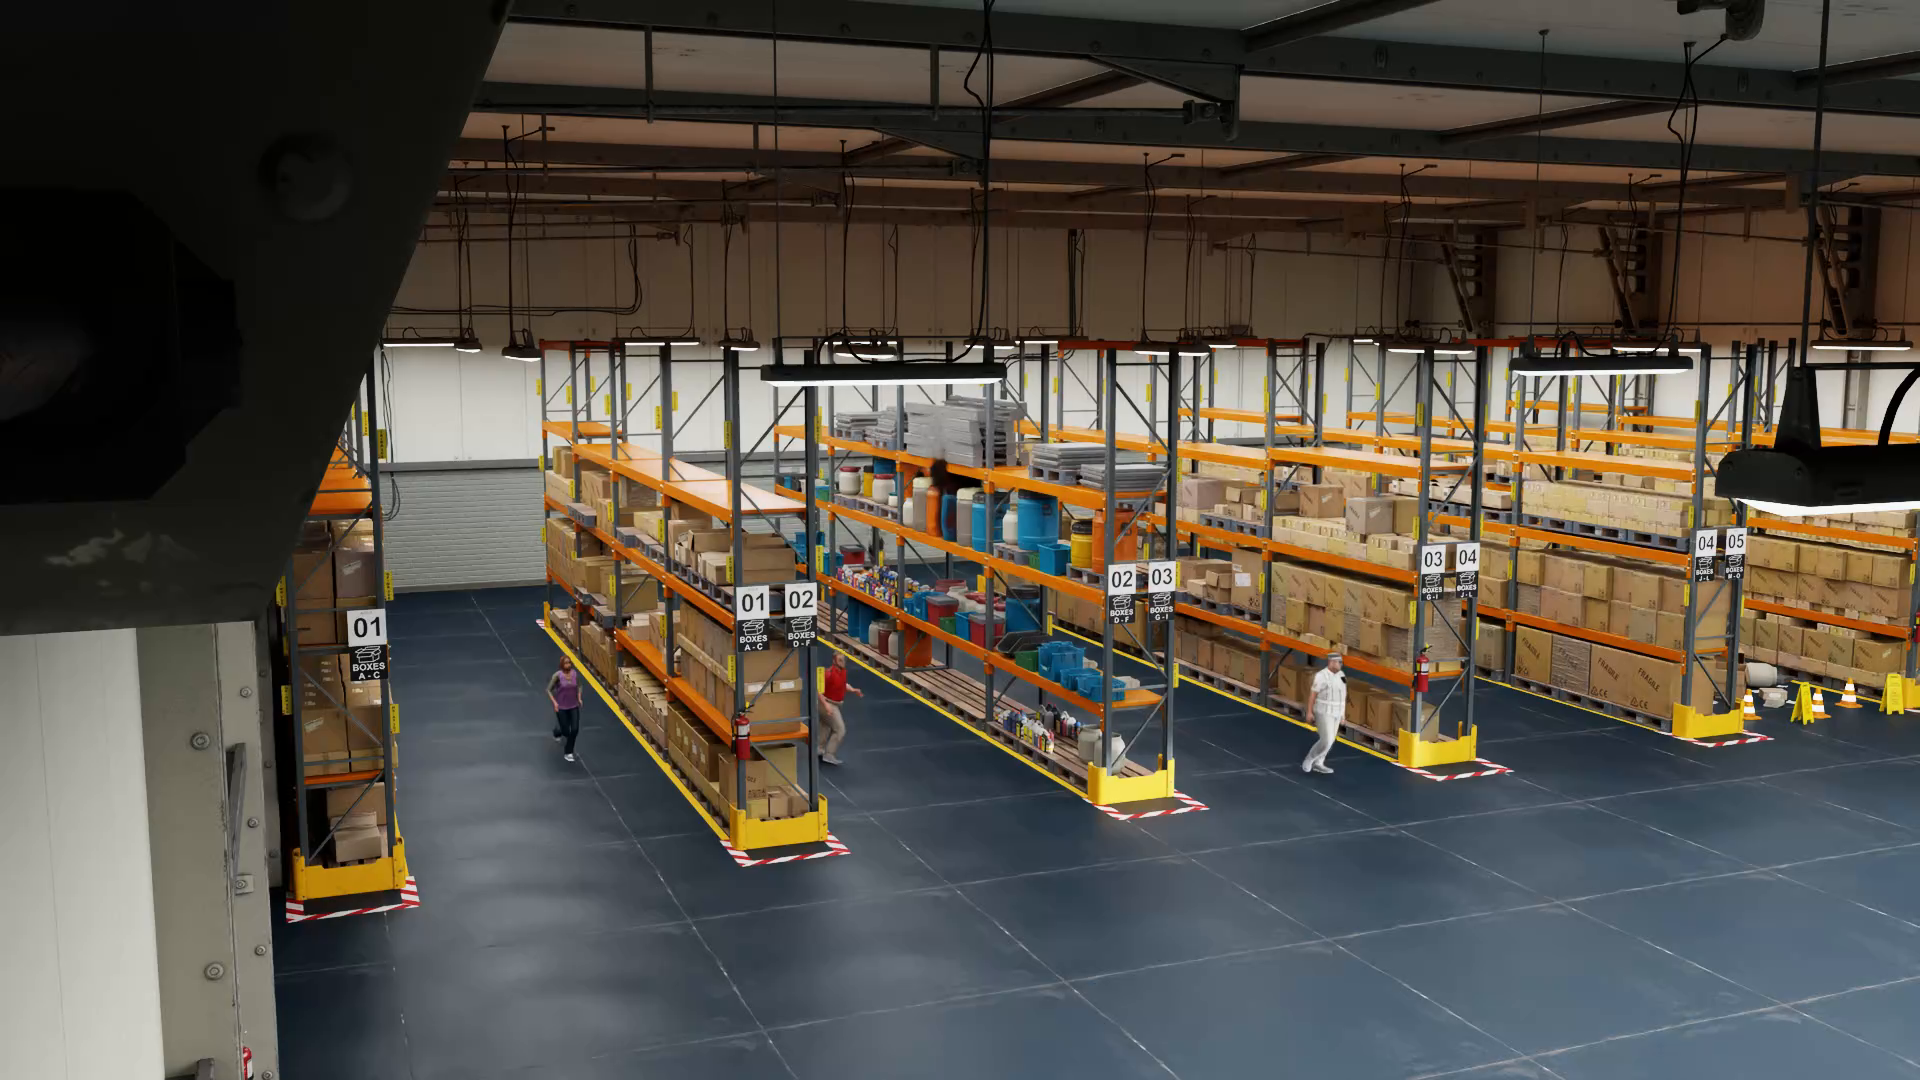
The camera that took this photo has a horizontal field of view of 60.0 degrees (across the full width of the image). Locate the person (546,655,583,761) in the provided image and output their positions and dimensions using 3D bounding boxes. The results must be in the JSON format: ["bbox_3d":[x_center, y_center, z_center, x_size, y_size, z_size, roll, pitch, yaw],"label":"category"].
[{"bbox_3d":[-5.758,2.427,24.237,0.546,1.548,0.584,-5,9,-34],"label":"person"}]

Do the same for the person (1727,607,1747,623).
[{"bbox_3d":[15.732,1.214,33.582,0.660,1.543,1.211,-6,10,-41],"label":"person"}]

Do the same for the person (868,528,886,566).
[{"bbox_3d":[-2.040,0.387,39.435,0.572,1.672,0.671,0,7,-2],"label":"person"}]

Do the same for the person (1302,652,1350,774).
[{"bbox_3d":[5.139,2.427,23.348,0.654,1.742,0.489,-6,10,-39],"label":"person"}]

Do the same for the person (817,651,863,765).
[{"bbox_3d":[-1.809,2.411,24.096,0.823,1.674,0.704,1,8,8],"label":"person"}]
